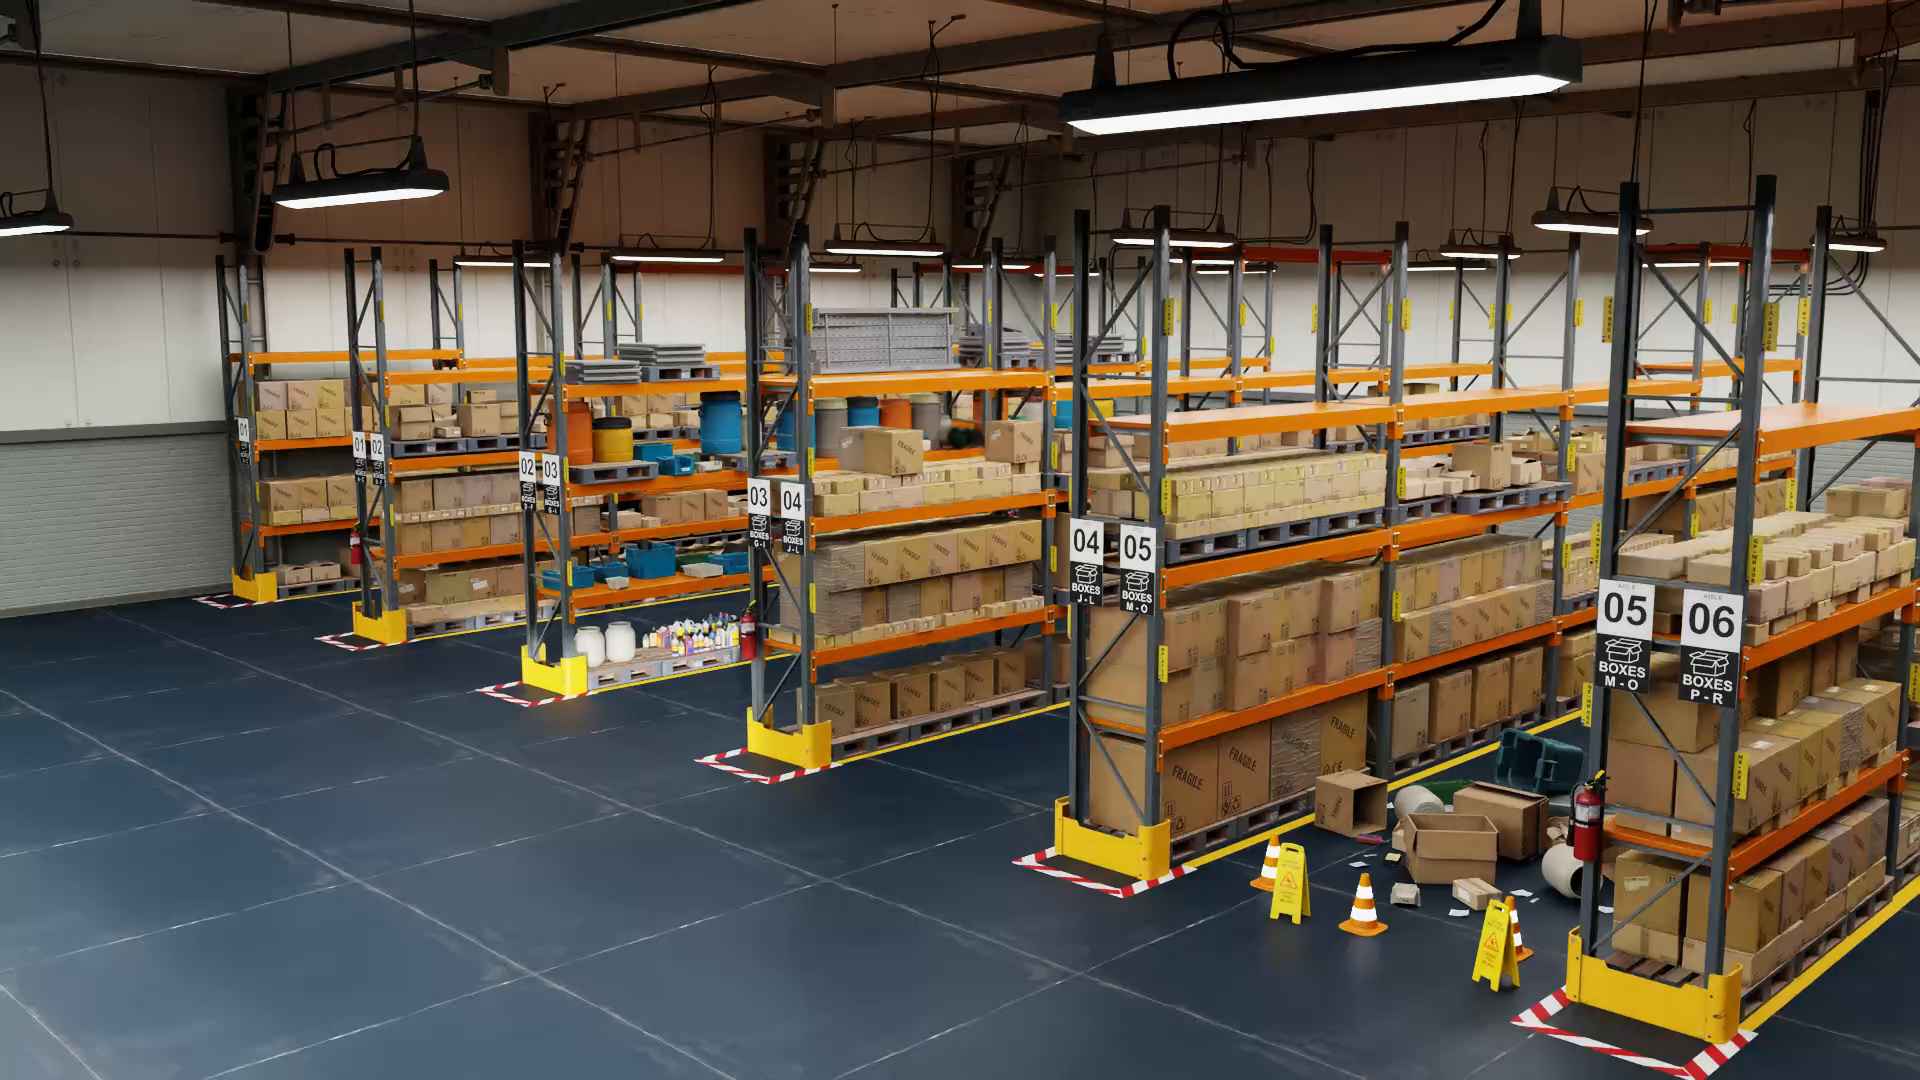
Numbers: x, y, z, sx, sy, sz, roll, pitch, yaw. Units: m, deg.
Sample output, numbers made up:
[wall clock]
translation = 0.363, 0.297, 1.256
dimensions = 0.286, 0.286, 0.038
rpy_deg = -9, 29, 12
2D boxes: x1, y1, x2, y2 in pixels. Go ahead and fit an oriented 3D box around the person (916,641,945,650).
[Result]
[person]
translation = -0.503, 0.702, 23.741
dimensions = 0.717, 1.744, 0.645
rpy_deg = 0, 8, 2
